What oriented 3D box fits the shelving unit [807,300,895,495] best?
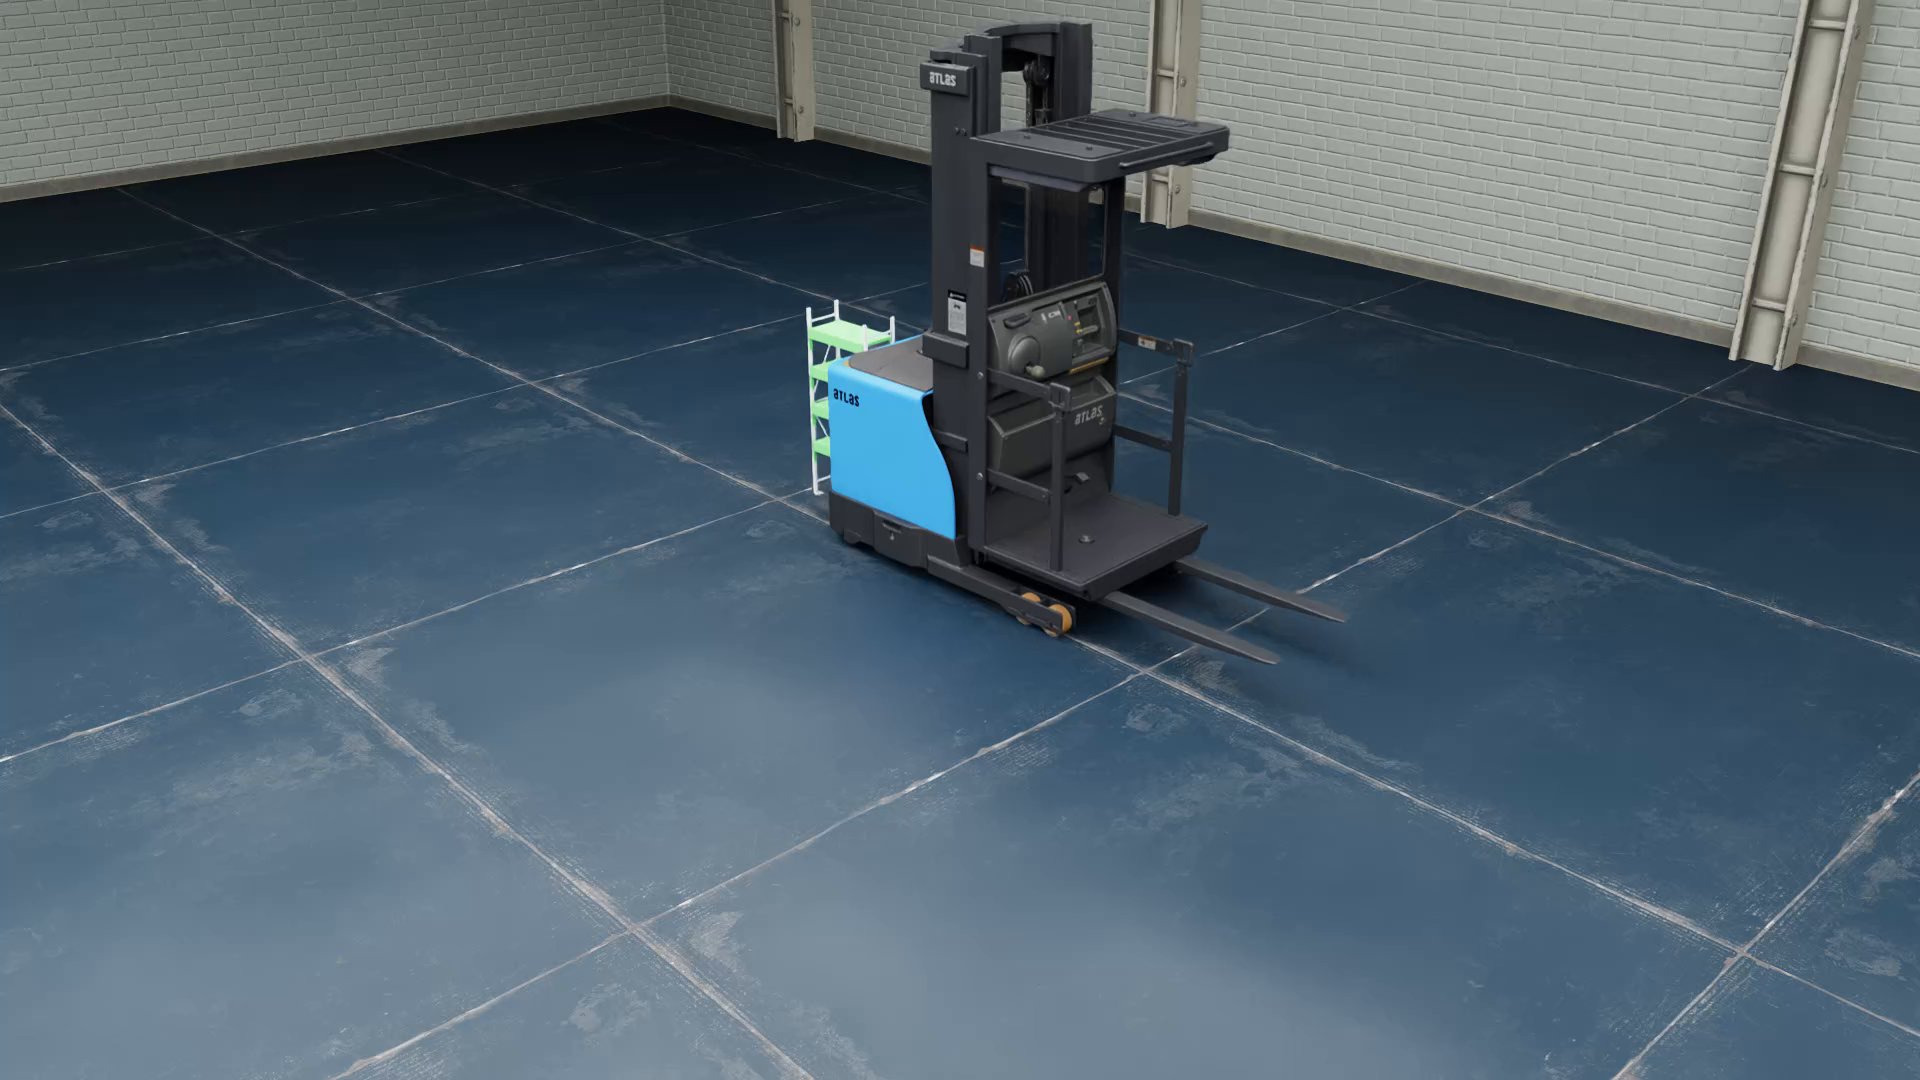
[{"bbox_3d":[-0.647,-0.795,10.047,0.503,1.200,0.258,22,32,39],"label":"shelving unit"}]

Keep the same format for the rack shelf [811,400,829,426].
[{"bbox_3d":[-0.647,-0.737,10.074,0.480,0.148,0.258,22,32,39],"label":"rack shelf"}]

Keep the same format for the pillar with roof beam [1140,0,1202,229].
[{"bbox_3d":[-1.080,-6.070,12.213,9.100,9.000,0.400,-21,32,-38],"label":"pillar with roof beam"}]

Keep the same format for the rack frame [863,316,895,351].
[{"bbox_3d":[-0.472,-0.725,9.893,0.015,1.200,0.240,22,32,39],"label":"rack frame"}]

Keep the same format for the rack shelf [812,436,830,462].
[{"bbox_3d":[-0.647,-0.519,10.173,0.480,0.148,0.258,22,32,39],"label":"rack shelf"}]

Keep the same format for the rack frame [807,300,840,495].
[{"bbox_3d":[-0.823,-0.865,10.202,0.015,1.200,0.240,22,32,39],"label":"rack frame"}]

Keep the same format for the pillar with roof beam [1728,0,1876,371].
[{"bbox_3d":[3.021,-4.252,8.229,9.100,9.000,0.400,-21,32,-38],"label":"pillar with roof beam"}]

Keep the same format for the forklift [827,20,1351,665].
[{"bbox_3d":[0.645,-1.075,8.574,3.031,2.935,1.130,22,32,39],"label":"forklift"}]

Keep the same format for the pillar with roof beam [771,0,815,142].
[{"bbox_3d":[-5.181,-7.888,16.198,9.100,9.000,0.400,-21,32,-38],"label":"pillar with roof beam"}]

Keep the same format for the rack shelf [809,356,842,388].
[{"bbox_3d":[-0.647,-0.955,9.974,0.480,0.148,0.258,22,32,39],"label":"rack shelf"}]

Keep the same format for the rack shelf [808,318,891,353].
[{"bbox_3d":[-0.647,-1.174,9.875,0.480,0.148,0.258,22,32,39],"label":"rack shelf"}]
